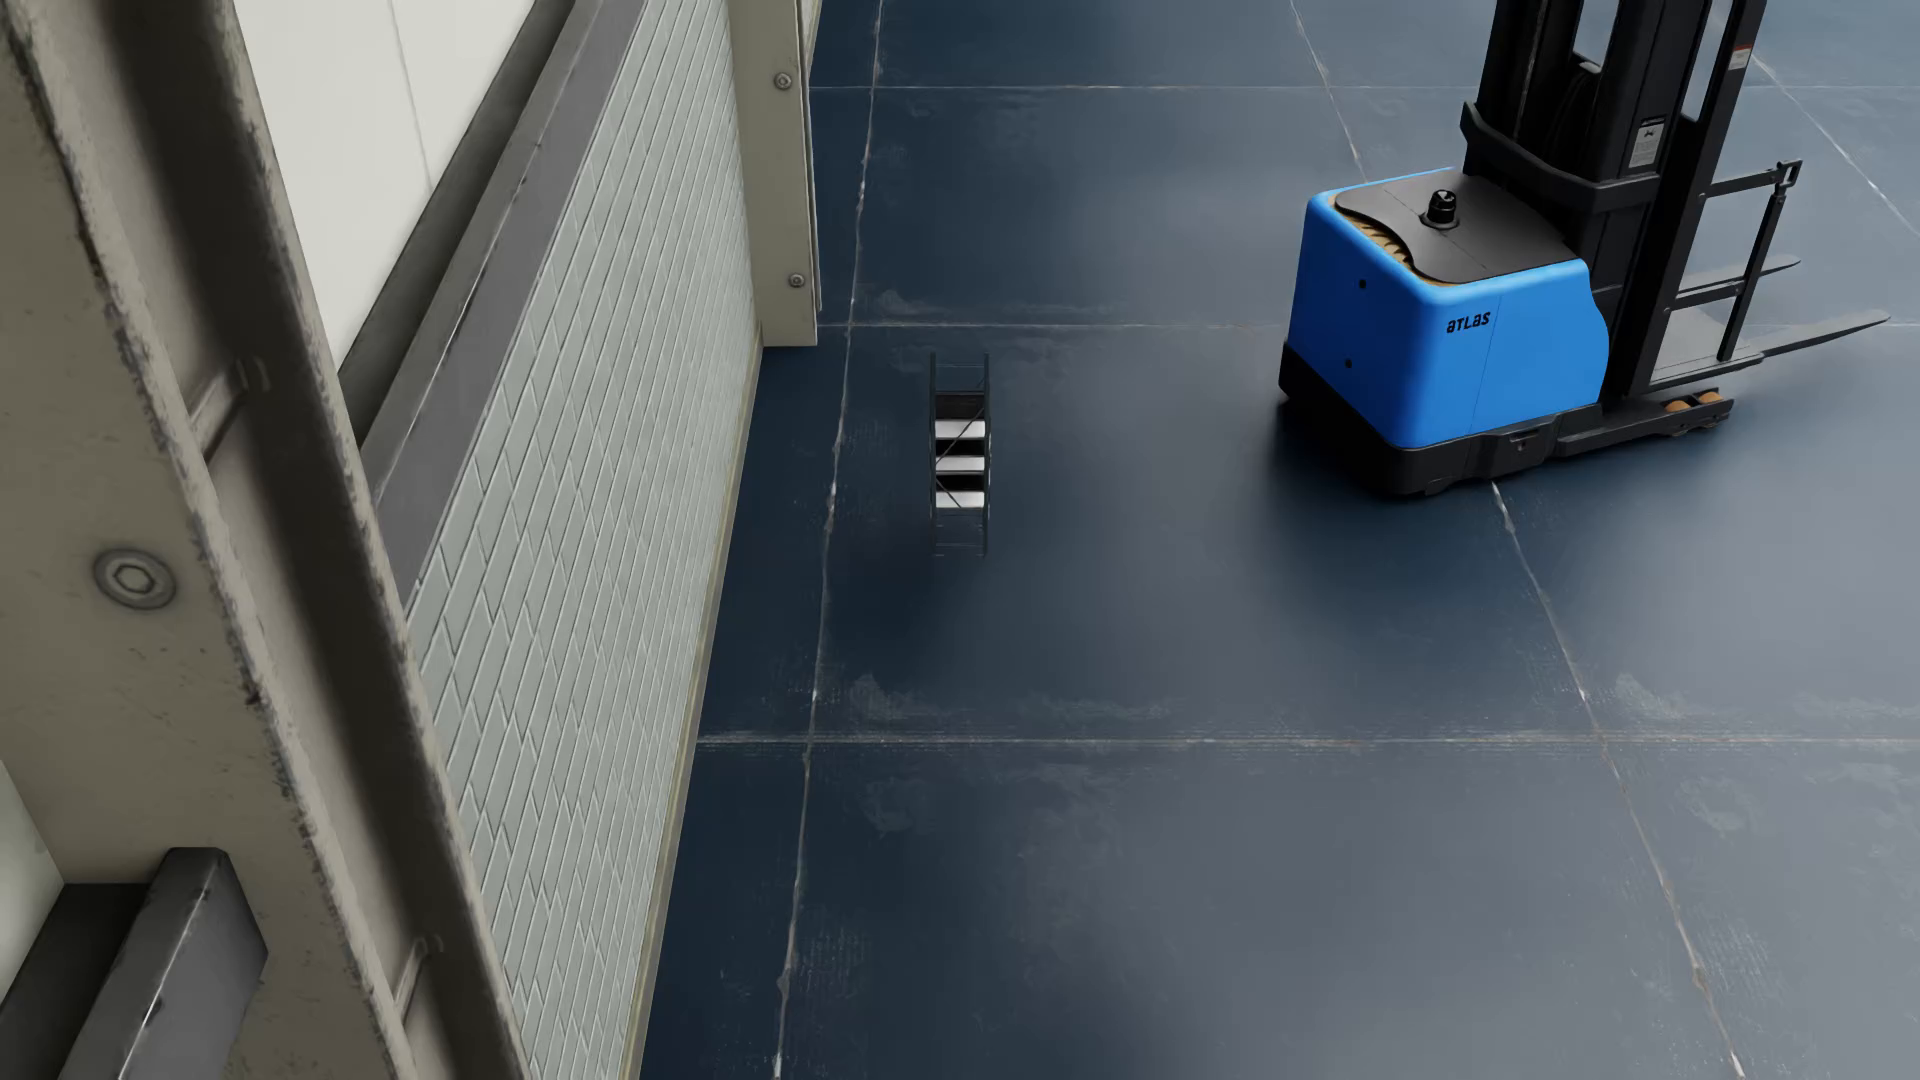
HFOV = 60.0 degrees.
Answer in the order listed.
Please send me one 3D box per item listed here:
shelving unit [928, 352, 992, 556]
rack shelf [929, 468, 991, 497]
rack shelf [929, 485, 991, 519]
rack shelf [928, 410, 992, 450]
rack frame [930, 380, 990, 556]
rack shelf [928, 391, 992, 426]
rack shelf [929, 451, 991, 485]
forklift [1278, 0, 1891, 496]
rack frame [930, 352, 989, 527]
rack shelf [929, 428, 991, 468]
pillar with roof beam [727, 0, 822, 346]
[{"bbox_3d":[0.000,-0.346,6.962,0.258,0.900,0.210,0,39,0],"label":"shelving unit"},{"bbox_3d":[0.000,-0.250,7.039,0.258,0.077,0.200,0,39,0],"label":"rack shelf"},{"bbox_3d":[0.000,-0.180,7.096,0.258,0.077,0.200,0,39,0],"label":"rack shelf"},{"bbox_3d":[0.000,-0.461,6.871,0.258,0.077,0.200,0,39,0],"label":"rack shelf"},{"bbox_3d":[0.000,-0.282,6.883,0.240,0.900,0.006,0,39,0],"label":"rack frame"},{"bbox_3d":[0.000,-0.531,6.814,0.258,0.077,0.200,0,39,0],"label":"rack shelf"},{"bbox_3d":[0.000,-0.320,6.983,0.258,0.077,0.200,0,39,0],"label":"rack shelf"},{"bbox_3d":[3.115,-1.927,7.310,3.031,2.935,1.130,-14,41,-17],"label":"forklift"},{"bbox_3d":[0.000,-0.410,7.042,0.240,0.900,0.006,0,39,0],"label":"rack frame"},{"bbox_3d":[0.000,-0.390,6.927,0.258,0.077,0.200,0,39,0],"label":"rack shelf"},{"bbox_3d":[3.419,-4.628,5.830,9.100,9.000,0.400,0,39,0],"label":"pillar with roof beam"}]
